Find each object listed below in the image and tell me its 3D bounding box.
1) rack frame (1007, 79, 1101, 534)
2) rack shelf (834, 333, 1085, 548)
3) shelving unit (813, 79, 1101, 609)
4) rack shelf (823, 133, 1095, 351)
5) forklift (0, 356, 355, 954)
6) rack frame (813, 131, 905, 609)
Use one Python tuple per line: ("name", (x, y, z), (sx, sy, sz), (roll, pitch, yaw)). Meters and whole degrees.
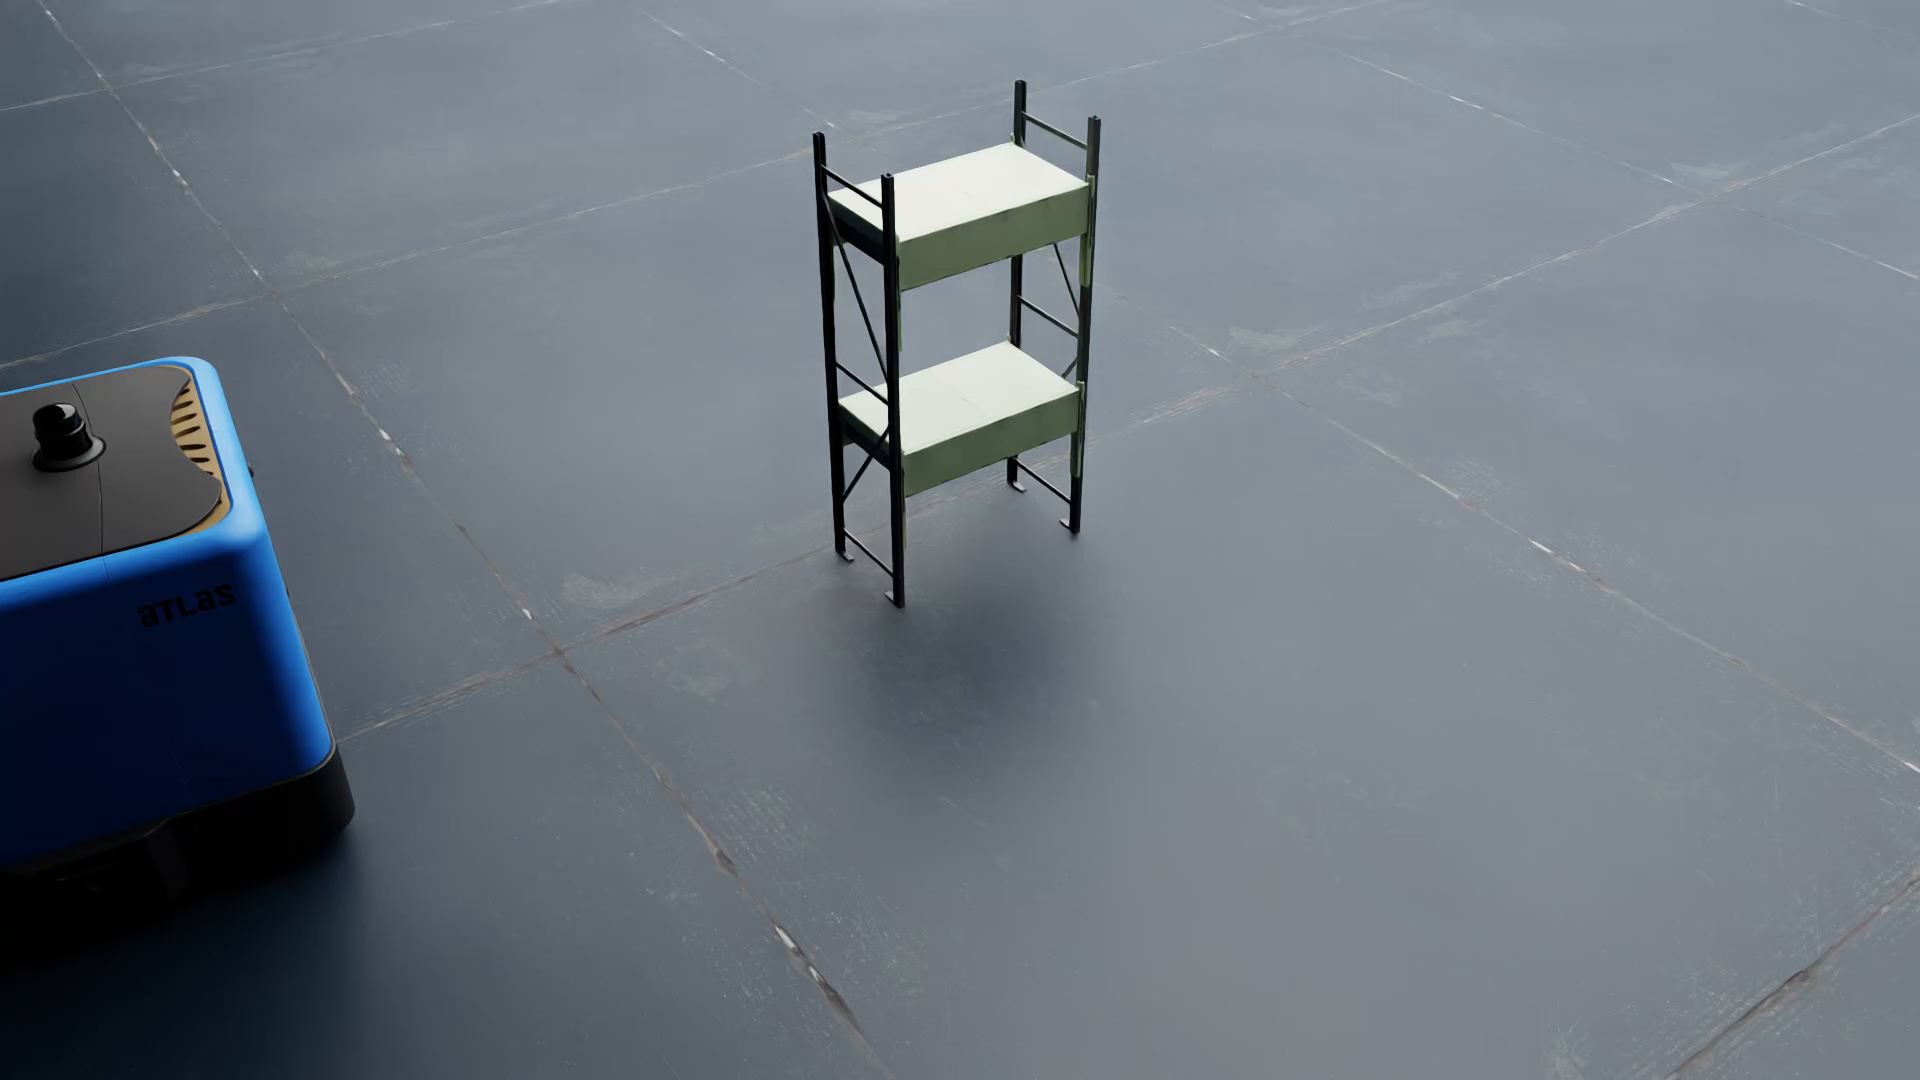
("rack frame", (0.294, -0.730, 5.480), (0.023, 1.500, 0.400), (-22, 41, -28))
("rack shelf", (-0.005, -0.342, 5.499), (0.720, 0.370, 0.431), (-22, 41, -28))
("shelving unit", (-0.005, -0.607, 5.309), (0.755, 1.500, 0.431), (-22, 41, -28))
("rack shelf", (-0.005, -0.923, 5.081), (0.720, 0.370, 0.431), (-22, 41, -28))
("forklift", (-3.215, -0.205, 3.525), (3.031, 2.935, 1.130), (-17, 39, -22))
("rack frame", (-0.305, -0.484, 5.138), (0.023, 1.500, 0.400), (-22, 41, -28))
